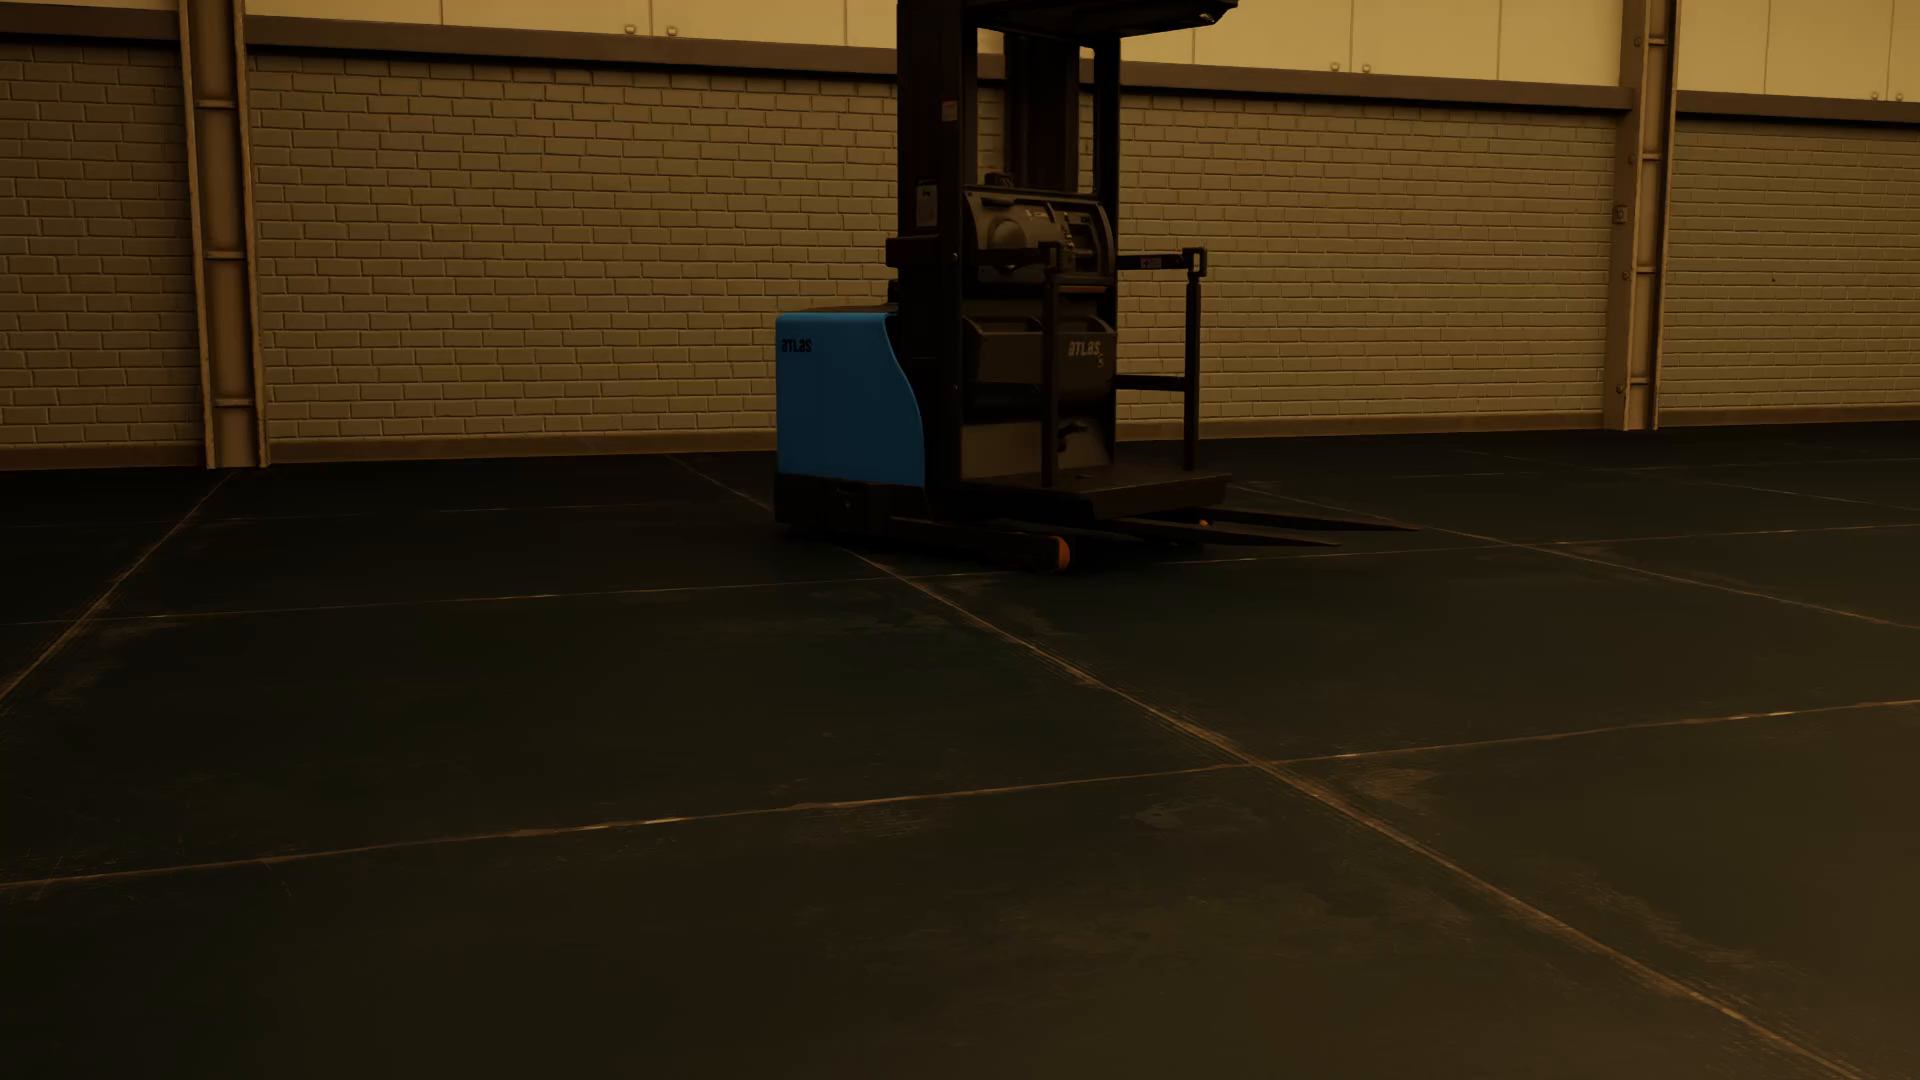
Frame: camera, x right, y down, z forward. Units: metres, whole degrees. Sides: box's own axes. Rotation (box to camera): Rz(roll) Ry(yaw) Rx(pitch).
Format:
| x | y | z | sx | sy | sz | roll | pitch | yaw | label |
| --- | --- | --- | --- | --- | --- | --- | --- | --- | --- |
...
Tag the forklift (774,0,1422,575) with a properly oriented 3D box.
| x | y | z | sx | sy | sz | roll | pitch | yaw | label |
| --- | --- | --- | --- | --- | --- | --- | --- | --- | --- |
| 0.515 | -1.386 | 7.242 | 3.031 | 2.935 | 1.130 | 7 | 11 | 43 | forklift |
